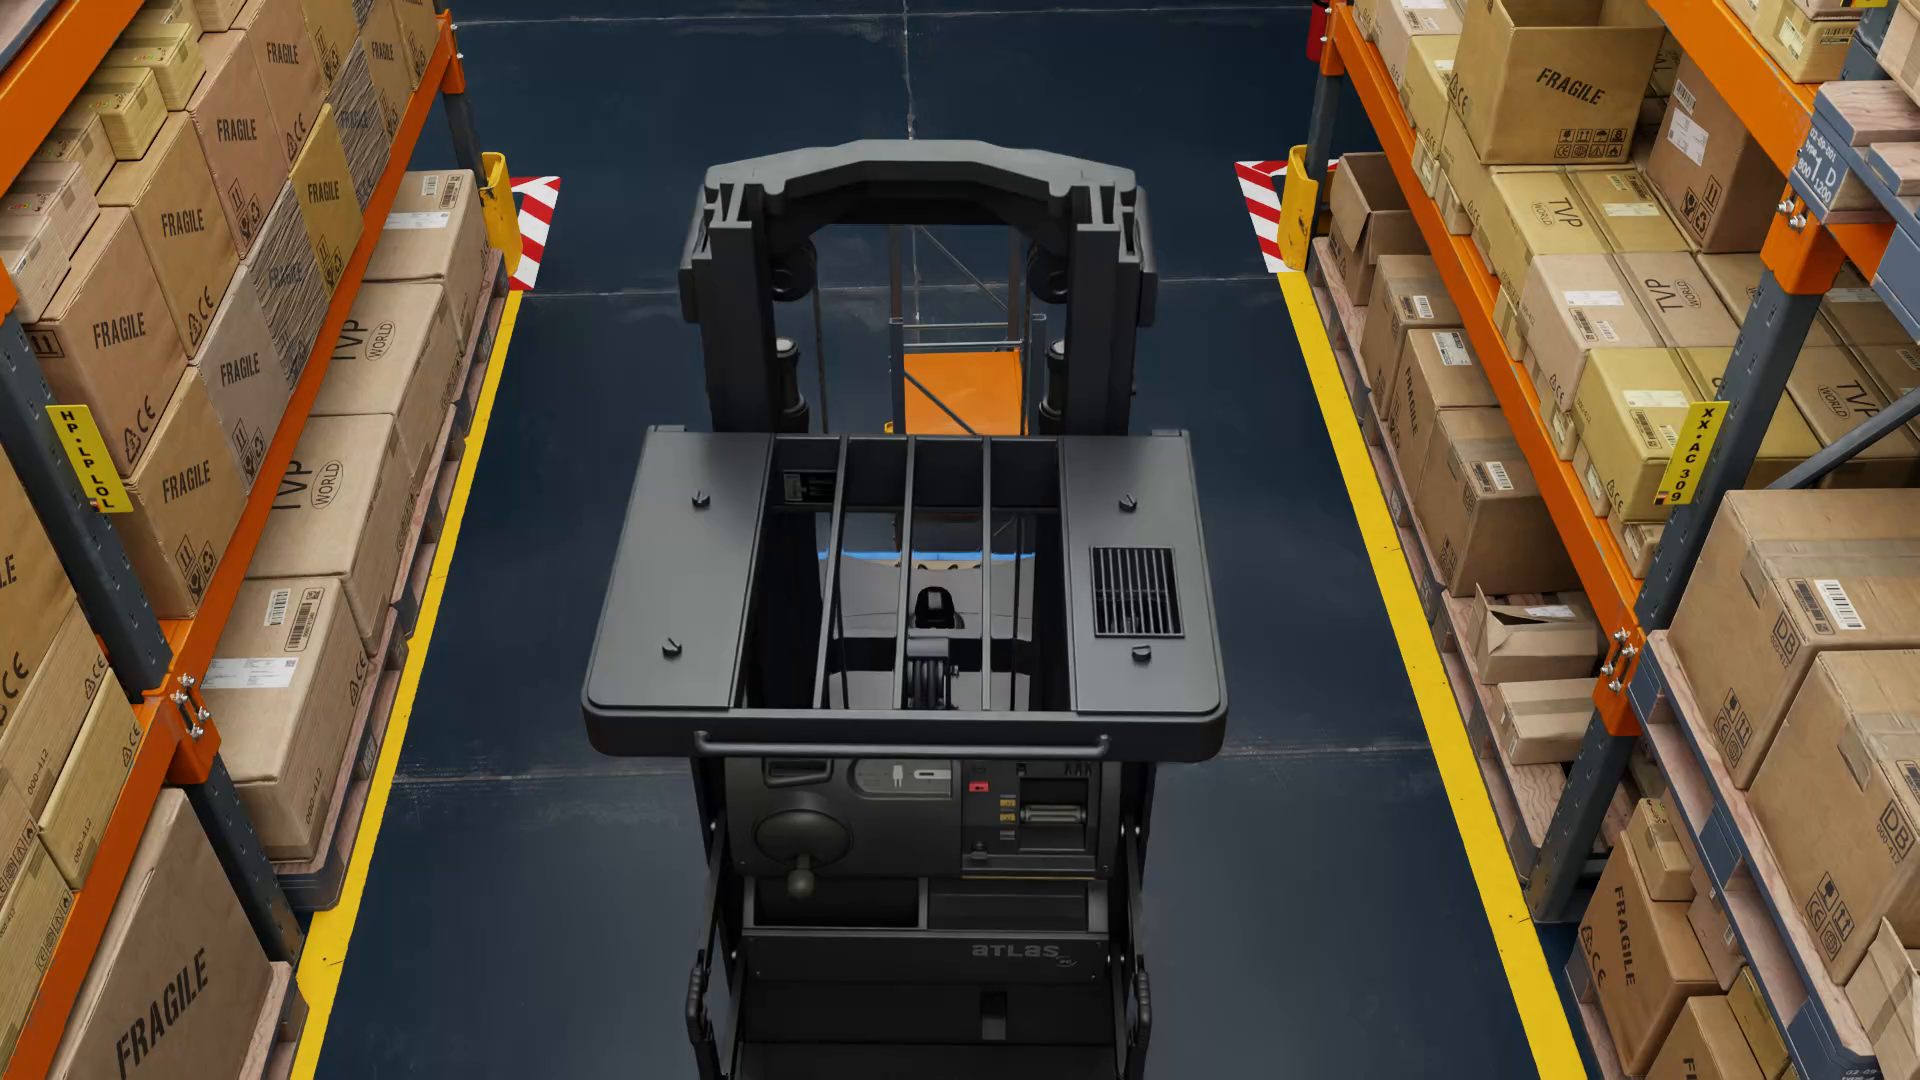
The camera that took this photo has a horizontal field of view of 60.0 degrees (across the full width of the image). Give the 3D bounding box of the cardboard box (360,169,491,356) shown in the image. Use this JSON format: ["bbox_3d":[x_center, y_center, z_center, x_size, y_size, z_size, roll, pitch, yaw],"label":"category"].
[{"bbox_3d":[-2.645,-1.237,7.465,0.875,0.438,0.875,-3,43,-3],"label":"cardboard box"}]

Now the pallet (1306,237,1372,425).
[{"bbox_3d":[2.224,-0.997,7.681,1.003,0.211,1.213,-2,43,-2],"label":"pallet"}]

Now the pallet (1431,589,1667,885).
[{"bbox_3d":[2.327,0.651,5.884,1.003,0.211,1.213,-2,43,-2],"label":"pallet"}]

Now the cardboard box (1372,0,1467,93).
[{"bbox_3d":[1.958,-2.014,6.618,0.500,0.250,0.500,-1,43,-1],"label":"cardboard box"}]

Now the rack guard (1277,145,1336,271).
[{"bbox_3d":[2.189,-1.641,8.171,1.175,0.500,0.348,-2,43,-2],"label":"rack guard"}]

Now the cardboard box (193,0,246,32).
[{"bbox_3d":[-2.403,-1.663,5.050,0.380,0.149,0.250,-2,43,-2],"label":"cardboard box"}]

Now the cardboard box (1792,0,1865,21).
[{"bbox_3d":[2.085,-1.392,3.720,0.500,0.250,0.500,-1,43,-2],"label":"cardboard box"}]

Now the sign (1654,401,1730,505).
[{"bbox_3d":[1.814,-0.212,4.121,0.100,0.325,0.005,-2,43,-2],"label":"sign"}]

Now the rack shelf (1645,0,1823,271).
[{"bbox_3d":[2.271,-2.105,5.139,1.077,0.370,4.000,-2,43,-2],"label":"rack shelf"}]

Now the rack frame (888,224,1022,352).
[{"bbox_3d":[-0.018,-0.838,6.555,0.500,1.500,0.032,-2,43,-2],"label":"rack frame"}]

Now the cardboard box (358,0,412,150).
[{"bbox_3d":[-2.482,-1.849,6.473,0.500,0.500,0.500,-2,43,-3],"label":"cardboard box"}]

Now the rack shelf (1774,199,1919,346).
[{"bbox_3d":[2.441,0.596,2.193,1.077,0.370,4.000,-2,43,-2],"label":"rack shelf"}]

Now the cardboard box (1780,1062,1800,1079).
[{"bbox_3d":[2.242,1.406,4.055,0.380,0.149,0.250,-2,43,-3],"label":"cardboard box"}]

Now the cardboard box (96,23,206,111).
[{"bbox_3d":[-2.369,-1.328,4.684,0.380,0.149,0.250,-3,43,-3],"label":"cardboard box"}]

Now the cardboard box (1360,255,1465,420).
[{"bbox_3d":[2.115,-0.854,7.001,0.700,0.500,0.500,0,43,0],"label":"cardboard box"}]

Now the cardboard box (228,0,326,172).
[{"bbox_3d":[-2.426,-1.531,5.386,0.500,0.500,0.500,-2,43,-2],"label":"cardboard box"}]

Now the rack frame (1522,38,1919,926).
[{"bbox_3d":[2.356,0.086,4.436,1.000,3.000,0.127,-2,43,-2],"label":"rack frame"}]

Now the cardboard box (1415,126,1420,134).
[{"bbox_3d":[1.995,-1.593,6.454,0.380,0.149,0.250,-1,43,-1],"label":"cardboard box"}]

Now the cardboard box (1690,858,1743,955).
[{"bbox_3d":[2.164,0.928,4.357,0.380,0.149,0.250,-4,43,-4],"label":"cardboard box"}]

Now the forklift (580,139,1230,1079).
[{"bbox_3d":[-0.088,0.738,3.776,1.130,2.935,3.031,1,43,1],"label":"forklift"}]

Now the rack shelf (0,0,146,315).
[{"bbox_3d":[-2.688,-1.960,4.980,1.077,0.370,4.000,-2,43,-2],"label":"rack shelf"}]

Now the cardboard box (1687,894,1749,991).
[{"bbox_3d":[2.194,1.048,4.445,0.380,0.149,0.250,-3,43,-3],"label":"cardboard box"}]

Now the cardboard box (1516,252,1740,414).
[{"bbox_3d":[2.054,-0.643,5.122,0.500,0.250,0.500,-2,43,-2],"label":"cardboard box"}]

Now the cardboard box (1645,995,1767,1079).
[{"bbox_3d":[2.184,1.545,4.384,0.500,0.500,0.500,-2,43,-2],"label":"cardboard box"}]

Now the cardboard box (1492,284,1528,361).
[{"bbox_3d":[1.999,-0.729,5.511,0.380,0.149,0.250,-2,43,-2],"label":"cardboard box"}]

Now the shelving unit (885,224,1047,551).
[{"bbox_3d":[0.003,-0.501,6.187,0.587,1.500,1.083,-2,43,-2],"label":"shelving unit"}]

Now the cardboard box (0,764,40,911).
[{"bbox_3d":[-2.313,0.730,3.475,0.500,0.250,0.500,-1,43,-1],"label":"cardboard box"}]

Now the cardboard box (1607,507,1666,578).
[{"bbox_3d":[2.090,-0.029,4.748,0.380,0.149,0.250,-1,43,-1],"label":"cardboard box"}]

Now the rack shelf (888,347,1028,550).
[{"bbox_3d":[0.004,-0.363,6.302,0.538,0.185,1.000,-2,43,-2],"label":"rack shelf"}]

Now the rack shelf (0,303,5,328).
[{"bbox_3d":[-2.518,0.741,2.034,1.077,0.370,4.000,-2,43,-2],"label":"rack shelf"}]

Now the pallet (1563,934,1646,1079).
[{"bbox_3d":[2.428,1.662,4.780,1.003,0.211,1.213,-2,43,-2],"label":"pallet"}]

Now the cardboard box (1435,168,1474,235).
[{"bbox_3d":[1.962,-1.243,6.073,0.380,0.149,0.250,-1,43,-1],"label":"cardboard box"}]

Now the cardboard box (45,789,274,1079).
[{"bbox_3d":[-2.497,1.276,4.400,0.875,0.875,0.875,0,43,0],"label":"cardboard box"}]

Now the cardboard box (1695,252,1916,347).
[{"bbox_3d":[2.576,-0.649,5.129,0.500,0.250,0.500,-2,43,-2],"label":"cardboard box"}]

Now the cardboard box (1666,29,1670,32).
[{"bbox_3d":[2.491,-2.017,6.622,0.500,0.250,0.500,-2,43,-2],"label":"cardboard box"}]

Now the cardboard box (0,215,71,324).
[{"bbox_3d":[-2.357,-0.634,3.928,0.380,0.149,0.250,-2,43,-2],"label":"cardboard box"}]

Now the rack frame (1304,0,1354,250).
[{"bbox_3d":[2.186,-2.614,7.382,1.000,3.000,0.127,-2,43,-2],"label":"rack frame"}]

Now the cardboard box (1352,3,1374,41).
[{"bbox_3d":[1.926,-2.292,7.216,0.380,0.149,0.250,-2,43,-2],"label":"cardboard box"}]

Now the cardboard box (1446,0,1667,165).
[{"bbox_3d":[2.000,-1.618,5.631,0.500,0.500,0.500,-1,43,-1],"label":"cardboard box"}]

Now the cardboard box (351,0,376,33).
[{"bbox_3d":[-2.463,-2.204,6.121,0.500,0.500,0.500,-2,43,-2],"label":"cardboard box"}]

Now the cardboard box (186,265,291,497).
[{"bbox_3d":[-2.379,-0.470,4.969,0.500,0.500,0.500,-1,43,-2],"label":"cardboard box"}]

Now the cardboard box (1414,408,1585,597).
[{"bbox_3d":[2.159,-0.153,6.236,0.700,0.500,0.500,-3,43,-3],"label":"cardboard box"}]

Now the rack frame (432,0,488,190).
[{"bbox_3d":[-2.773,-2.469,7.224,1.000,3.000,0.127,-2,43,-2],"label":"rack frame"}]

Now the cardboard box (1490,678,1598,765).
[{"bbox_3d":[2.039,0.615,5.659,0.380,0.149,0.250,-3,43,-3],"label":"cardboard box"}]

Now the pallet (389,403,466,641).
[{"bbox_3d":[-2.612,-0.082,6.683,1.003,0.211,1.213,-2,43,-2],"label":"pallet"}]

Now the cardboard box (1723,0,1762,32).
[{"bbox_3d":[2.038,-1.327,3.943,0.380,0.149,0.250,-2,43,-2],"label":"cardboard box"}]

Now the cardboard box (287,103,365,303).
[{"bbox_3d":[-2.415,-1.154,5.715,0.500,0.500,0.500,0,43,-1],"label":"cardboard box"}]

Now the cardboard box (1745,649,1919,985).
[{"bbox_3d":[2.175,0.577,3.516,0.700,0.500,0.500,-1,43,-1],"label":"cardboard box"}]

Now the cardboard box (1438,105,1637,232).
[{"bbox_3d":[2.025,-1.327,5.869,0.500,0.250,0.500,-3,43,-3],"label":"cardboard box"}]

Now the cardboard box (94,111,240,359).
[{"bbox_3d":[-2.397,-0.844,4.637,0.500,0.500,0.500,-2,43,-2],"label":"cardboard box"}]

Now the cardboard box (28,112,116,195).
[{"bbox_3d":[-2.437,-0.978,4.303,0.380,0.149,0.250,-2,43,-2],"label":"cardboard box"}]

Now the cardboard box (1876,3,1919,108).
[{"bbox_3d":[1.971,-0.905,3.099,0.380,0.149,0.250,-1,43,-1],"label":"cardboard box"}]

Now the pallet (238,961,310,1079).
[{"bbox_3d":[-2.495,1.778,4.654,1.003,0.211,1.213,-2,43,-2],"label":"pallet"}]

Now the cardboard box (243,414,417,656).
[{"bbox_3d":[-2.561,-0.010,6.127,0.875,0.438,0.875,-3,43,-3],"label":"cardboard box"}]

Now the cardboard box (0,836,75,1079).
[{"bbox_3d":[-2.312,0.926,3.631,0.500,0.250,0.500,-2,43,-2],"label":"cardboard box"}]

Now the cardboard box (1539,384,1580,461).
[{"bbox_3d":[2.022,-0.379,5.130,0.380,0.149,0.250,-1,43,-1],"label":"cardboard box"}]

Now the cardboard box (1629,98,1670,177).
[{"bbox_3d":[2.529,-1.330,5.872,0.500,0.250,0.500,-2,43,-2],"label":"cardboard box"}]
